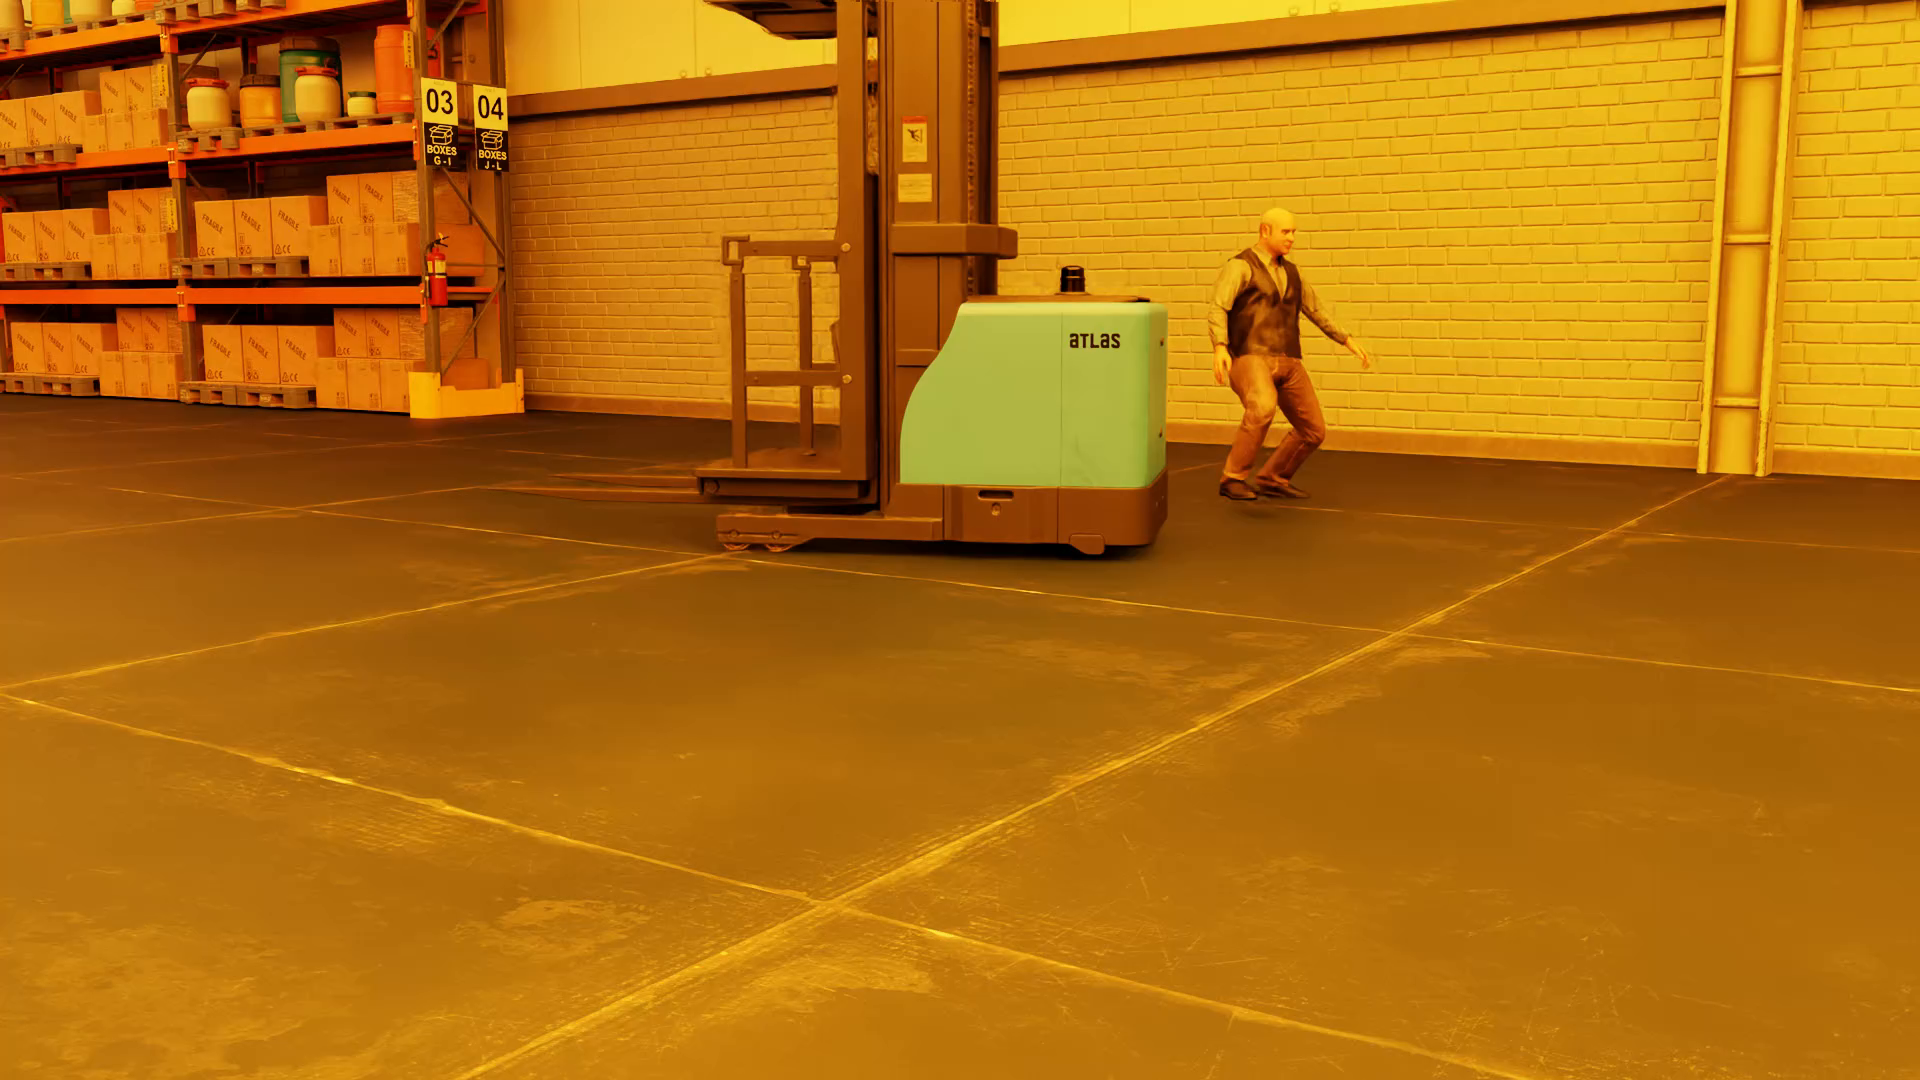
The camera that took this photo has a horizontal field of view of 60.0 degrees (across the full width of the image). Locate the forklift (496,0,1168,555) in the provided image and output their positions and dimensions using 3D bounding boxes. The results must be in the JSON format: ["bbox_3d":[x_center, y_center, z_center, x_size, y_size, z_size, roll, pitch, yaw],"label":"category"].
[{"bbox_3d":[-0.596,-1.469,7.520,3.031,2.935,1.130,2,8,12],"label":"forklift"}]

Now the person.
[{"bbox_3d":[1.695,-0.966,8.885,0.939,1.589,0.692,-5,9,-30],"label":"person"}]
